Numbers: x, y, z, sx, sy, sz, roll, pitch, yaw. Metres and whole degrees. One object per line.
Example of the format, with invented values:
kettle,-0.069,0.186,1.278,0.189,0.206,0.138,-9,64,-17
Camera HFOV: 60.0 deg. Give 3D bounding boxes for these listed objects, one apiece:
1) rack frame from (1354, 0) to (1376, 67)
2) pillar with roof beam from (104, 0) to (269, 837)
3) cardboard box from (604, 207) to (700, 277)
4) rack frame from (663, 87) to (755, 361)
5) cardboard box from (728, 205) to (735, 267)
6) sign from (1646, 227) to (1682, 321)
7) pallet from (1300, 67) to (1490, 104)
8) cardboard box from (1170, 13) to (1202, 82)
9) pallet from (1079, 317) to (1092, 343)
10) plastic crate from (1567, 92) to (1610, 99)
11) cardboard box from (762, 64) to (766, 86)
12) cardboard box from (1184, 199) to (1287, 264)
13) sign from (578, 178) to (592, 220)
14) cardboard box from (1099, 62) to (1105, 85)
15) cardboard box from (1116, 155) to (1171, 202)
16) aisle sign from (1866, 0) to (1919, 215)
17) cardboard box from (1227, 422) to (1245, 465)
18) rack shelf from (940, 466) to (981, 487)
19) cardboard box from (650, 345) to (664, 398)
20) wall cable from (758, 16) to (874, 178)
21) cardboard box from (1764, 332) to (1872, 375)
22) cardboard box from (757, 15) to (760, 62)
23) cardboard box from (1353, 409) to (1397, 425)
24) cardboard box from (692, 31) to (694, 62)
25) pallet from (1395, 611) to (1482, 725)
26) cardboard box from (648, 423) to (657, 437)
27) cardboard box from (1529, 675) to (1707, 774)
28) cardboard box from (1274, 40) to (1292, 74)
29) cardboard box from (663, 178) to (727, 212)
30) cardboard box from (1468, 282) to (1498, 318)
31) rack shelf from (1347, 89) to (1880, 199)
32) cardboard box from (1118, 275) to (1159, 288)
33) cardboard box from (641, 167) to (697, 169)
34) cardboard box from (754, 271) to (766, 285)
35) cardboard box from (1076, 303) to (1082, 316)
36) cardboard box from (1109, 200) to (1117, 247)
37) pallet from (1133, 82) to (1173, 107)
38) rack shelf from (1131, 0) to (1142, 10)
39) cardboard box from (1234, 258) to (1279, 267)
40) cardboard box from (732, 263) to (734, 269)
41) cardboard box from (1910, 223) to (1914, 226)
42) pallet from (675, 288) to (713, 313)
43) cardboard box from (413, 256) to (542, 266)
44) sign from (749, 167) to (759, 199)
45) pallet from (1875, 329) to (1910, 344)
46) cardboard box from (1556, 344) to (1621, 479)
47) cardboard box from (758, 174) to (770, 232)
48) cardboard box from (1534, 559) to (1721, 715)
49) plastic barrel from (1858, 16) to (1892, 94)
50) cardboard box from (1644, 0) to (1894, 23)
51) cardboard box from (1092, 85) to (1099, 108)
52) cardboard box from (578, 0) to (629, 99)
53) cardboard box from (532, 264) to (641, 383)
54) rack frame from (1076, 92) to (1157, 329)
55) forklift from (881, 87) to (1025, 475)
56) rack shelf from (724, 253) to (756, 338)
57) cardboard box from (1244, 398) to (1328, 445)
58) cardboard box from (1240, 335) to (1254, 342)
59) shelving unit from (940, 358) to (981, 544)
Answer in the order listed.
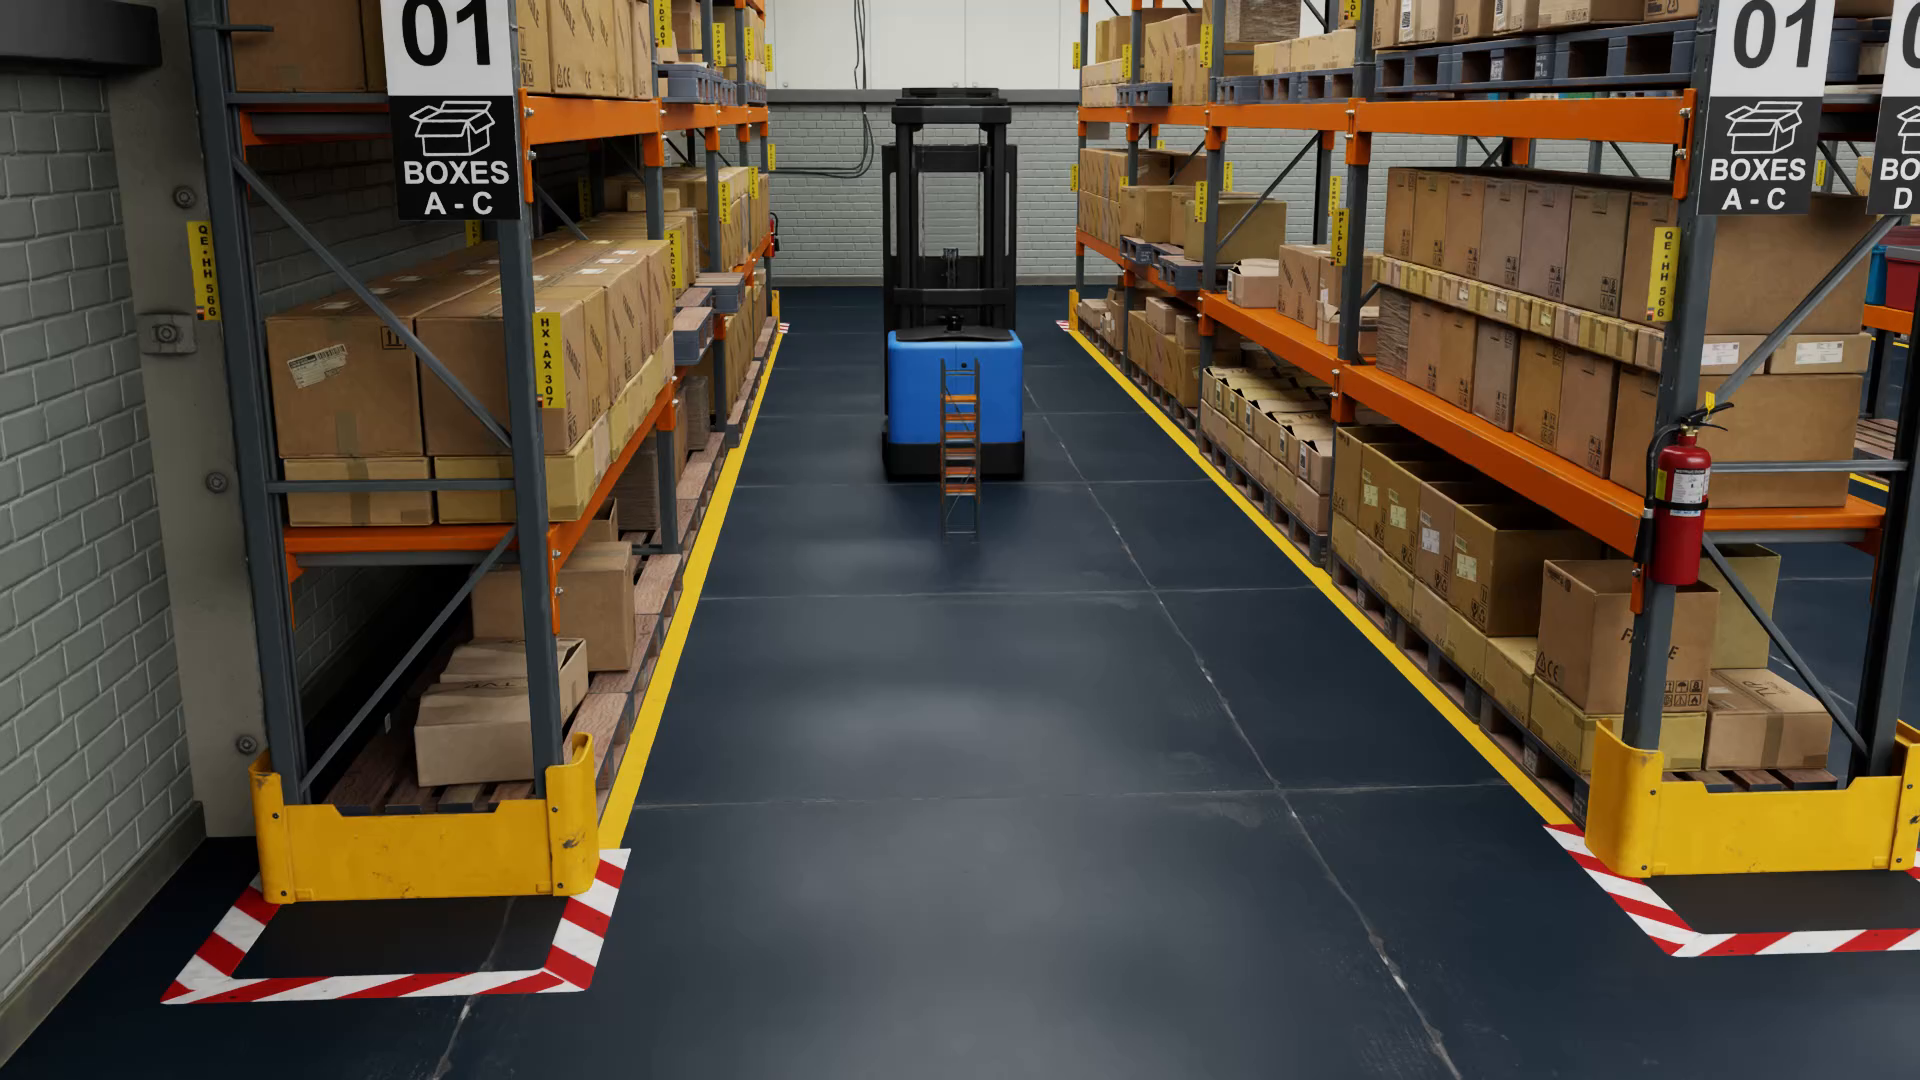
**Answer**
rack frame,2.759,-4.158,9.128,1.000,3.000,0.127,-1,14,-3
pillar with roof beam,1.453,-3.313,5.844,9.100,9.000,0.400,-1,14,-3
cardboard box,-2.394,-2.315,12.921,0.700,0.500,0.500,-3,15,-10
rack frame,-2.680,-3.165,17.308,1.000,3.000,0.127,-1,14,-3
cardboard box,-2.230,-2.628,14.381,0.500,0.500,0.500,0,14,-2
sign,2.464,-0.929,5.817,0.100,0.325,0.005,-1,14,-3
pallet,2.691,-2.832,10.378,0.805,0.209,1.217,-1,15,-6
cardboard box,2.307,-4.537,15.377,0.600,0.600,0.600,-1,15,-6
pallet,2.071,-2.669,20.979,1.003,0.211,1.213,-1,14,-3
plastic crate,6.880,-4.769,17.946,0.450,0.188,0.662,-1,14,-3
cardboard box,-2.618,-5.614,20.062,0.500,0.250,0.500,0,14,-2
cardboard box,2.360,-2.654,14.280,0.700,0.500,0.500,-6,16,-22
sign,-2.986,-2.722,13.261,0.100,0.325,0.005,-1,14,-3
cardboard box,1.876,-5.355,19.095,0.500,0.250,0.500,-1,14,-3
cardboard box,1.974,-3.897,17.945,0.500,0.500,0.500,-1,14,-3
aisle sign,3.317,-1.505,5.641,0.394,0.787,0.004,-1,14,-3
cardboard box,2.321,-0.730,12.521,0.500,0.250,0.500,-1,14,-5
rack shelf,0.001,-0.418,10.904,0.258,0.103,0.180,-1,14,-3
cardboard box,-1.830,-0.875,8.670,0.500,0.250,0.500,-1,14,-3
wall cable,-2.922,-6.974,26.302,3.097,2.526,0.112,-1,14,-3
cardboard box,3.198,-0.722,6.308,0.380,0.149,0.250,-1,14,-4
cardboard box,-2.550,-5.723,18.982,0.500,0.500,0.500,-2,15,-6
cardboard box,2.923,-0.756,11.495,0.500,0.311,0.500,-1,14,-5
cardboard box,-2.605,-4.135,13.975,0.700,0.500,0.500,-2,15,-7
pallet,2.845,0.600,8.270,1.003,0.211,1.213,-1,14,-3
cardboard box,-2.329,-0.488,11.039,0.700,0.500,0.500,-1,14,-5
cardboard box,2.679,0.741,6.800,0.500,0.250,0.500,-1,14,-3
cardboard box,2.646,-3.589,12.394,0.500,0.250,0.500,0,14,-2
cardboard box,-2.205,-2.860,13.778,0.500,0.250,0.500,-1,14,-2
cardboard box,2.682,-1.160,8.014,0.380,0.149,0.250,-1,14,-4
rack shelf,2.883,-1.860,7.659,1.077,0.370,4.000,-1,14,-3
cardboard box,2.295,-3.108,21.221,0.500,0.500,0.500,-1,14,-3
cardboard box,-2.912,-3.612,16.702,0.500,0.250,0.500,0,14,-2
cardboard box,-2.579,-3.202,20.322,0.380,0.149,0.250,0,14,-2
cardboard box,1.699,-2.960,21.350,0.380,0.149,0.250,-1,14,-3
cardboard box,1.943,-3.539,18.562,0.500,0.500,0.500,0,14,-2
pallet,2.301,-4.183,15.622,1.213,0.211,1.003,-1,14,-3
rack shelf,2.387,-5.108,15.067,1.077,0.370,4.000,-1,14,-3
cardboard box,2.490,-2.113,13.399,0.500,0.311,0.500,0,14,0
cardboard box,-2.342,-2.657,15.796,0.380,0.149,0.250,-1,14,-5
cardboard box,11.692,-3.792,20.248,0.380,0.149,0.250,-1,14,-5
pallet,-2.269,-1.586,11.554,1.003,0.211,1.213,-1,14,-3
cardboard box,-2.311,-1.103,8.049,0.500,0.500,0.500,0,14,-2
sign,-2.140,-3.698,17.215,0.100,0.325,0.005,-1,14,-3
pallet,12.103,-2.538,20.469,1.003,0.211,1.213,-1,14,-3
cardboard box,2.953,-0.553,6.956,0.700,0.500,0.500,-1,14,-2
cardboard box,-2.887,-4.178,20.645,0.980,0.700,0.700,0,14,-1
cardboard box,2.677,0.378,6.707,0.500,0.500,0.500,-1,14,-3
plastic barrel,7.290,-3.811,12.793,0.600,0.901,0.600,0,14,0
cardboard box,2.976,-2.175,6.109,0.797,0.503,0.637,0,14,0
cardboard box,1.844,-5.237,19.641,0.500,0.250,0.500,-1,14,-3
cardboard box,-1.816,-2.301,7.690,0.500,0.500,0.500,-1,15,-6
cardboard box,-1.757,-0.984,7.587,0.500,0.500,0.500,0,14,-2
rack frame,2.016,-4.237,21.475,1.000,3.000,0.127,-1,14,-3
forklift,-0.096,-2.228,13.802,1.130,2.935,3.031,-1,14,-2
rack shelf,-2.557,-2.319,15.464,1.077,0.370,4.000,-1,14,-3
cardboard box,2.353,-0.871,11.942,0.500,0.311,0.500,-1,14,-4
cardboard box,2.704,-1.623,15.447,0.500,0.500,0.500,-1,14,-4
shelving unit,0.001,-0.577,10.863,0.258,1.200,0.189,-1,14,-3
